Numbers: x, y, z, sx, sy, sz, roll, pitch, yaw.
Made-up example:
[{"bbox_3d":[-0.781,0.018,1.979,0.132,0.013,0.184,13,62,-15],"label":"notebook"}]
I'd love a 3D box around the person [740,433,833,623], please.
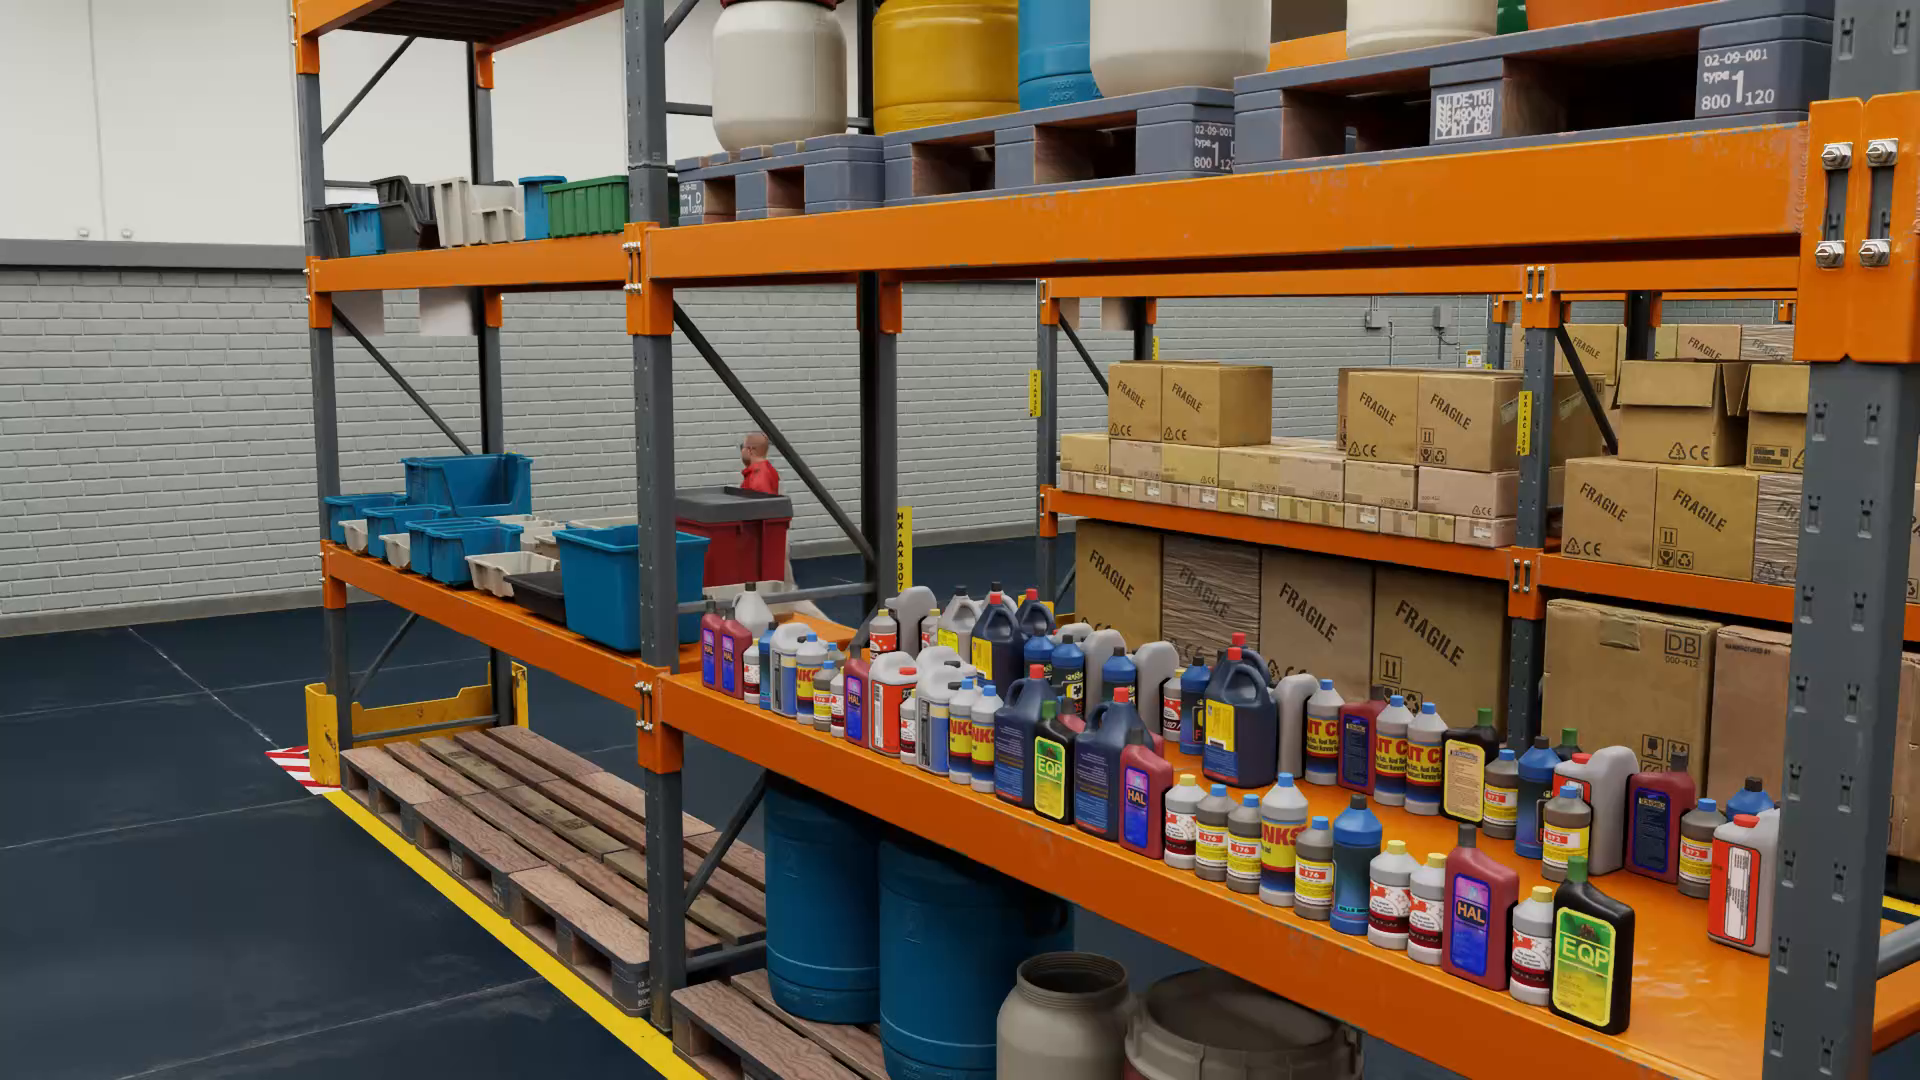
[{"bbox_3d":[-1.410,0.050,12.098,1.095,1.663,0.580,2,8,14],"label":"person"}]
